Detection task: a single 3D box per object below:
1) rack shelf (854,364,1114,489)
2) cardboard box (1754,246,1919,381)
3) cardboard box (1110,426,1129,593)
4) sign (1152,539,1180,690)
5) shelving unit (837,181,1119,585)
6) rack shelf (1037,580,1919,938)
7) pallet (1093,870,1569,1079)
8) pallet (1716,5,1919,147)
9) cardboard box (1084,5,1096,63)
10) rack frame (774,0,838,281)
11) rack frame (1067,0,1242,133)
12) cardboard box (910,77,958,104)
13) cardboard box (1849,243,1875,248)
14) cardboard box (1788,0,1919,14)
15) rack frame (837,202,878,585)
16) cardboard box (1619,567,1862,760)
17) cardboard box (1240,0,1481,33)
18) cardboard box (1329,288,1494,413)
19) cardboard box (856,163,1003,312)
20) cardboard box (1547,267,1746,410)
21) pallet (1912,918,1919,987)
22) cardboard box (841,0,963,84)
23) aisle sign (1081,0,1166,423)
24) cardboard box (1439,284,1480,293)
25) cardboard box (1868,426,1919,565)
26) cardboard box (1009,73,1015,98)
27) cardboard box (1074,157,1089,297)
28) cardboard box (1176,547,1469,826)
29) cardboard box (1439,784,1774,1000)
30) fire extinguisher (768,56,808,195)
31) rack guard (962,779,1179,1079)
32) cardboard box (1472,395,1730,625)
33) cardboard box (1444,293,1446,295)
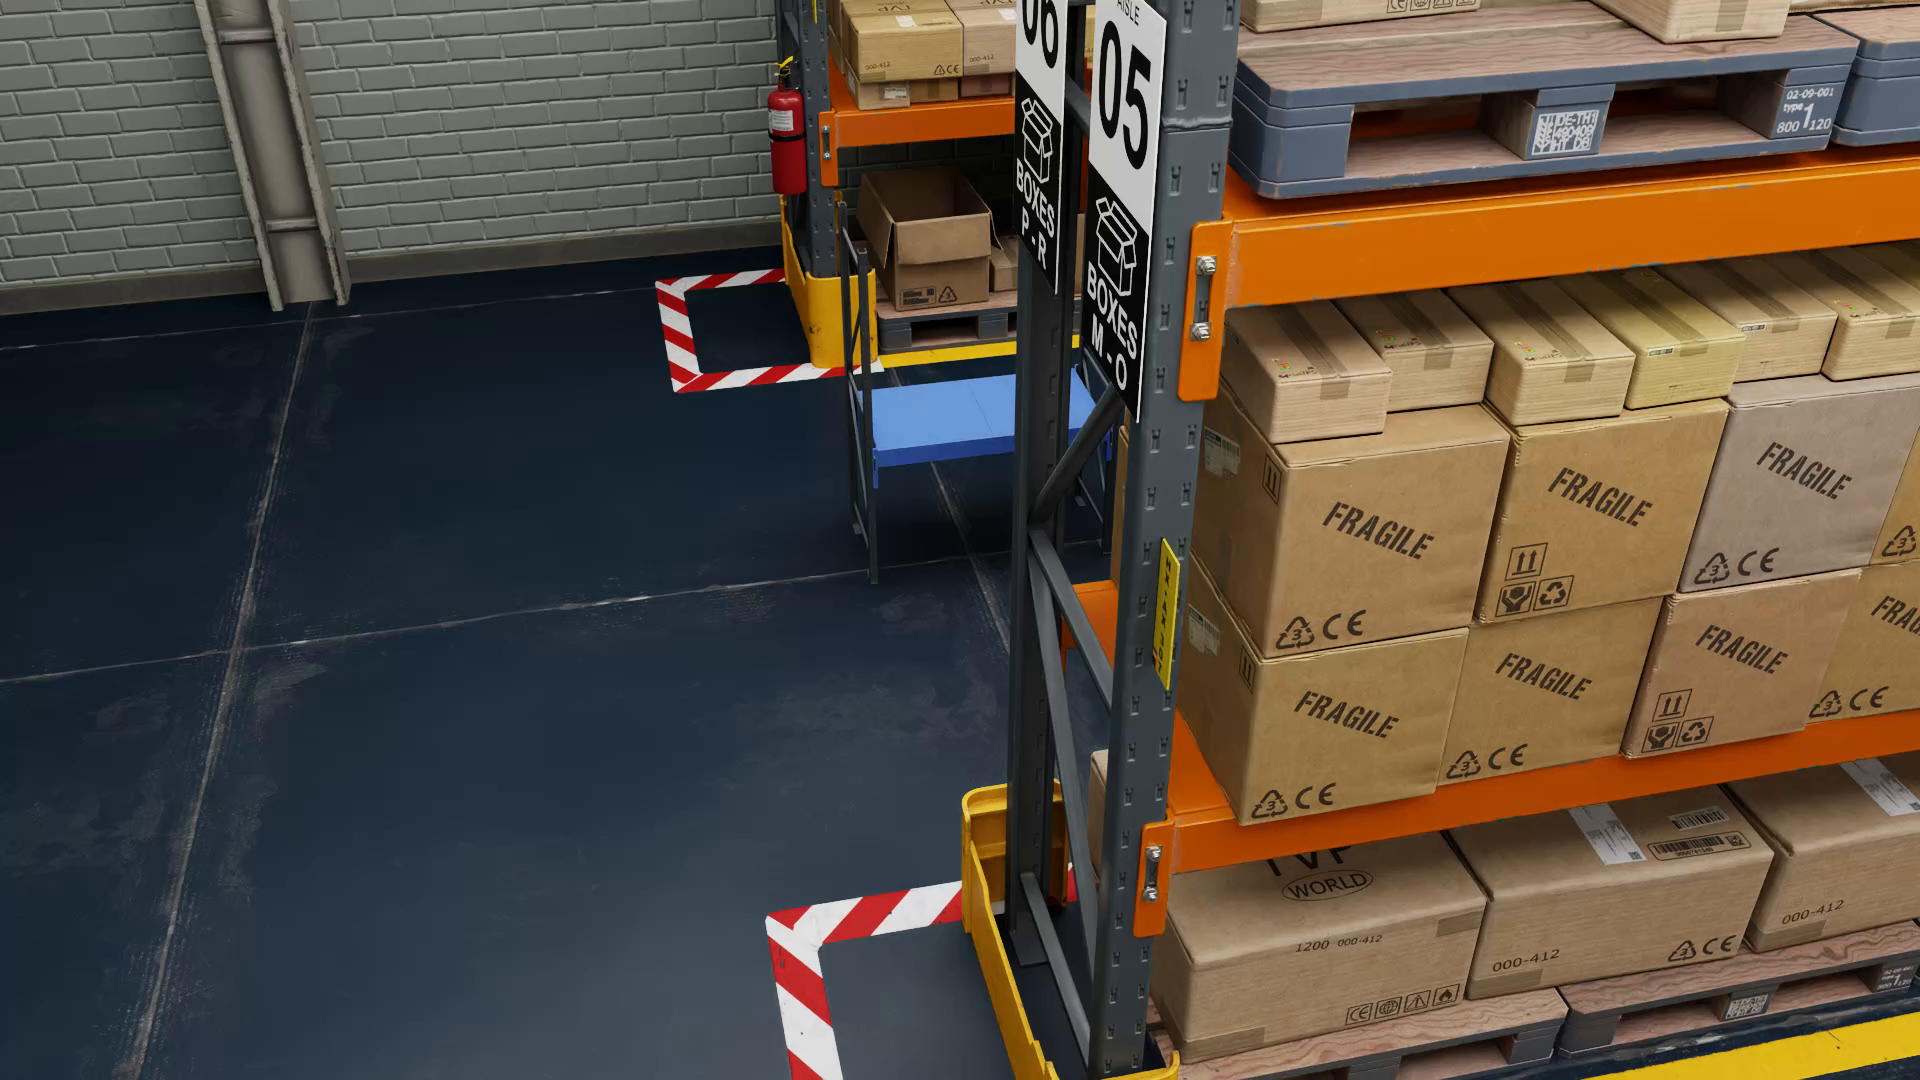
[{"bbox_3d":[0.083,-0.484,6.948,1.000,0.185,0.538,-7,35,-11],"label":"rack shelf"},{"bbox_3d":[1.989,-0.523,3.768,0.250,0.149,0.380,-7,34,-10],"label":"cardboard box"},{"bbox_3d":[0.725,0.003,4.464,0.500,0.500,0.500,-7,34,-10],"label":"cardboard box"},{"bbox_3d":[0.430,0.158,3.475,0.005,0.325,0.100,-7,35,-11],"label":"sign"},{"bbox_3d":[0.083,-0.633,6.848,1.048,1.500,0.538,-7,35,-11],"label":"shelving unit"},{"bbox_3d":[2.264,0.301,4.756,4.000,0.370,1.077,-7,35,-11],"label":"rack shelf"},{"bbox_3d":[1.076,1.265,5.176,1.213,0.211,1.003,-7,35,-11],"label":"pallet"},{"bbox_3d":[2.227,-1.210,3.748,1.213,0.211,1.003,-7,35,-11],"label":"pallet"},{"bbox_3d":[0.702,-2.546,8.220,0.500,0.250,0.500,-8,35,-11],"label":"cardboard box"},{"bbox_3d":[-0.786,-2.449,8.208,0.127,3.000,1.000,-7,35,-11],"label":"rack frame"},{"bbox_3d":[0.313,-2.243,2.517,0.127,3.000,1.000,-7,35,-11],"label":"rack frame"},{"bbox_3d":[-0.167,-2.293,8.200,0.250,0.149,0.380,-6,34,-9],"label":"cardboard box"},{"bbox_3d":[2.111,-0.840,4.240,0.250,0.149,0.380,-6,34,-9],"label":"cardboard box"},{"bbox_3d":[1.784,-1.333,3.467,0.500,0.311,0.500,-7,34,-10],"label":"cardboard box"},{"bbox_3d":[-0.413,-0.571,6.755,0.032,1.500,0.500,-7,35,-11],"label":"rack frame"},{"bbox_3d":[1.832,0.173,4.210,0.500,0.500,0.500,-7,35,-11],"label":"cardboard box"},{"bbox_3d":[0.732,-1.255,3.405,0.500,0.250,0.500,-10,35,-15],"label":"cardboard box"},{"bbox_3d":[0.960,-0.442,3.648,0.250,0.149,0.380,-6,34,-9],"label":"cardboard box"},{"bbox_3d":[-0.168,-1.611,8.822,0.637,0.503,0.797,-9,35,-12],"label":"cardboard box"},{"bbox_3d":[1.492,-0.454,3.665,0.250,0.149,0.380,-8,35,-12],"label":"cardboard box"},{"bbox_3d":[3.455,0.965,5.623,1.213,0.211,1.003,-7,35,-11],"label":"pallet"},{"bbox_3d":[-0.284,-2.420,8.032,0.500,0.250,0.500,-7,34,-10],"label":"cardboard box"},{"bbox_3d":[0.307,-0.665,3.216,0.004,0.787,0.394,-7,35,-11],"label":"aisle sign"},{"bbox_3d":[1.094,-0.753,4.111,0.250,0.149,0.380,-8,35,-11],"label":"cardboard box"},{"bbox_3d":[2.333,-0.310,4.032,0.500,0.500,0.500,-7,35,-10],"label":"cardboard box"},{"bbox_3d":[0.342,-2.342,8.273,0.250,0.149,0.380,-6,34,-9],"label":"cardboard box"},{"bbox_3d":[0.674,-1.693,8.948,0.500,0.500,0.700,-6,34,-9],"label":"cardboard box"},{"bbox_3d":[0.844,0.303,4.016,0.500,0.500,0.500,-7,35,-11],"label":"cardboard box"},{"bbox_3d":[1.825,0.885,5.162,0.875,0.438,0.875,-6,34,-9],"label":"cardboard box"},{"bbox_3d":[-0.827,-1.993,7.932,0.183,0.674,0.296,-7,35,-11],"label":"fire extinguisher"},{"bbox_3d":[0.289,1.289,4.881,0.348,0.500,1.175,-7,35,-11],"label":"rack guard"},{"bbox_3d":[1.346,-0.180,3.840,0.500,0.500,0.500,-8,35,-12],"label":"cardboard box"},{"bbox_3d":[1.234,-0.478,4.283,0.500,0.500,0.500,-7,35,-10],"label":"cardboard box"}]
